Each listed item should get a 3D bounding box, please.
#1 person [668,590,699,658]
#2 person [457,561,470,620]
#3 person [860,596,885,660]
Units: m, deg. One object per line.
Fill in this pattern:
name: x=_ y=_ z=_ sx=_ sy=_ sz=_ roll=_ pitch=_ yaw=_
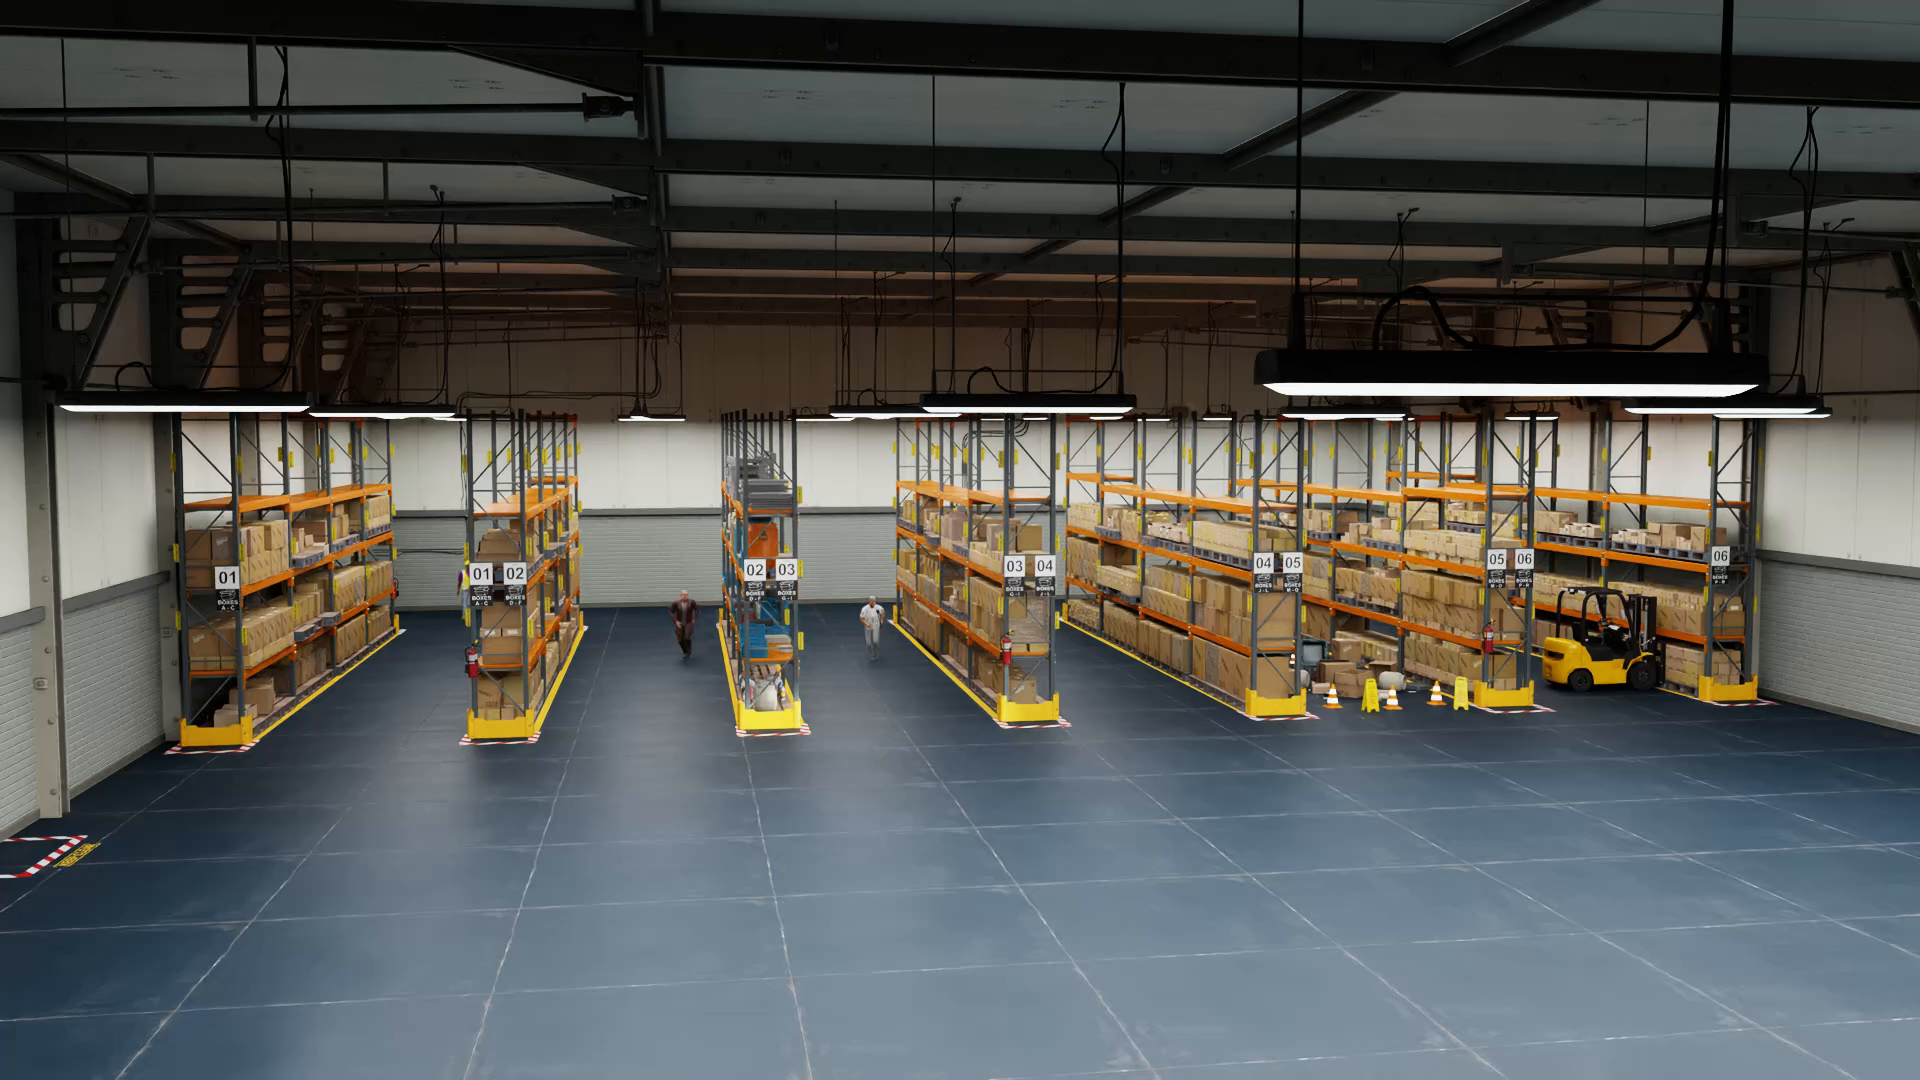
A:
person: x=-6.748 y=2.055 z=40.640 sx=0.680 sy=1.687 sz=0.673 roll=0 pitch=4 yaw=2
person: x=-14.394 y=1.453 z=48.658 sx=0.649 sy=1.698 sz=1.092 roll=-1 pitch=4 yaw=-15
person: x=-2.112 y=2.128 z=40.207 sx=0.594 sy=1.584 sz=0.760 roll=0 pitch=4 yaw=3
